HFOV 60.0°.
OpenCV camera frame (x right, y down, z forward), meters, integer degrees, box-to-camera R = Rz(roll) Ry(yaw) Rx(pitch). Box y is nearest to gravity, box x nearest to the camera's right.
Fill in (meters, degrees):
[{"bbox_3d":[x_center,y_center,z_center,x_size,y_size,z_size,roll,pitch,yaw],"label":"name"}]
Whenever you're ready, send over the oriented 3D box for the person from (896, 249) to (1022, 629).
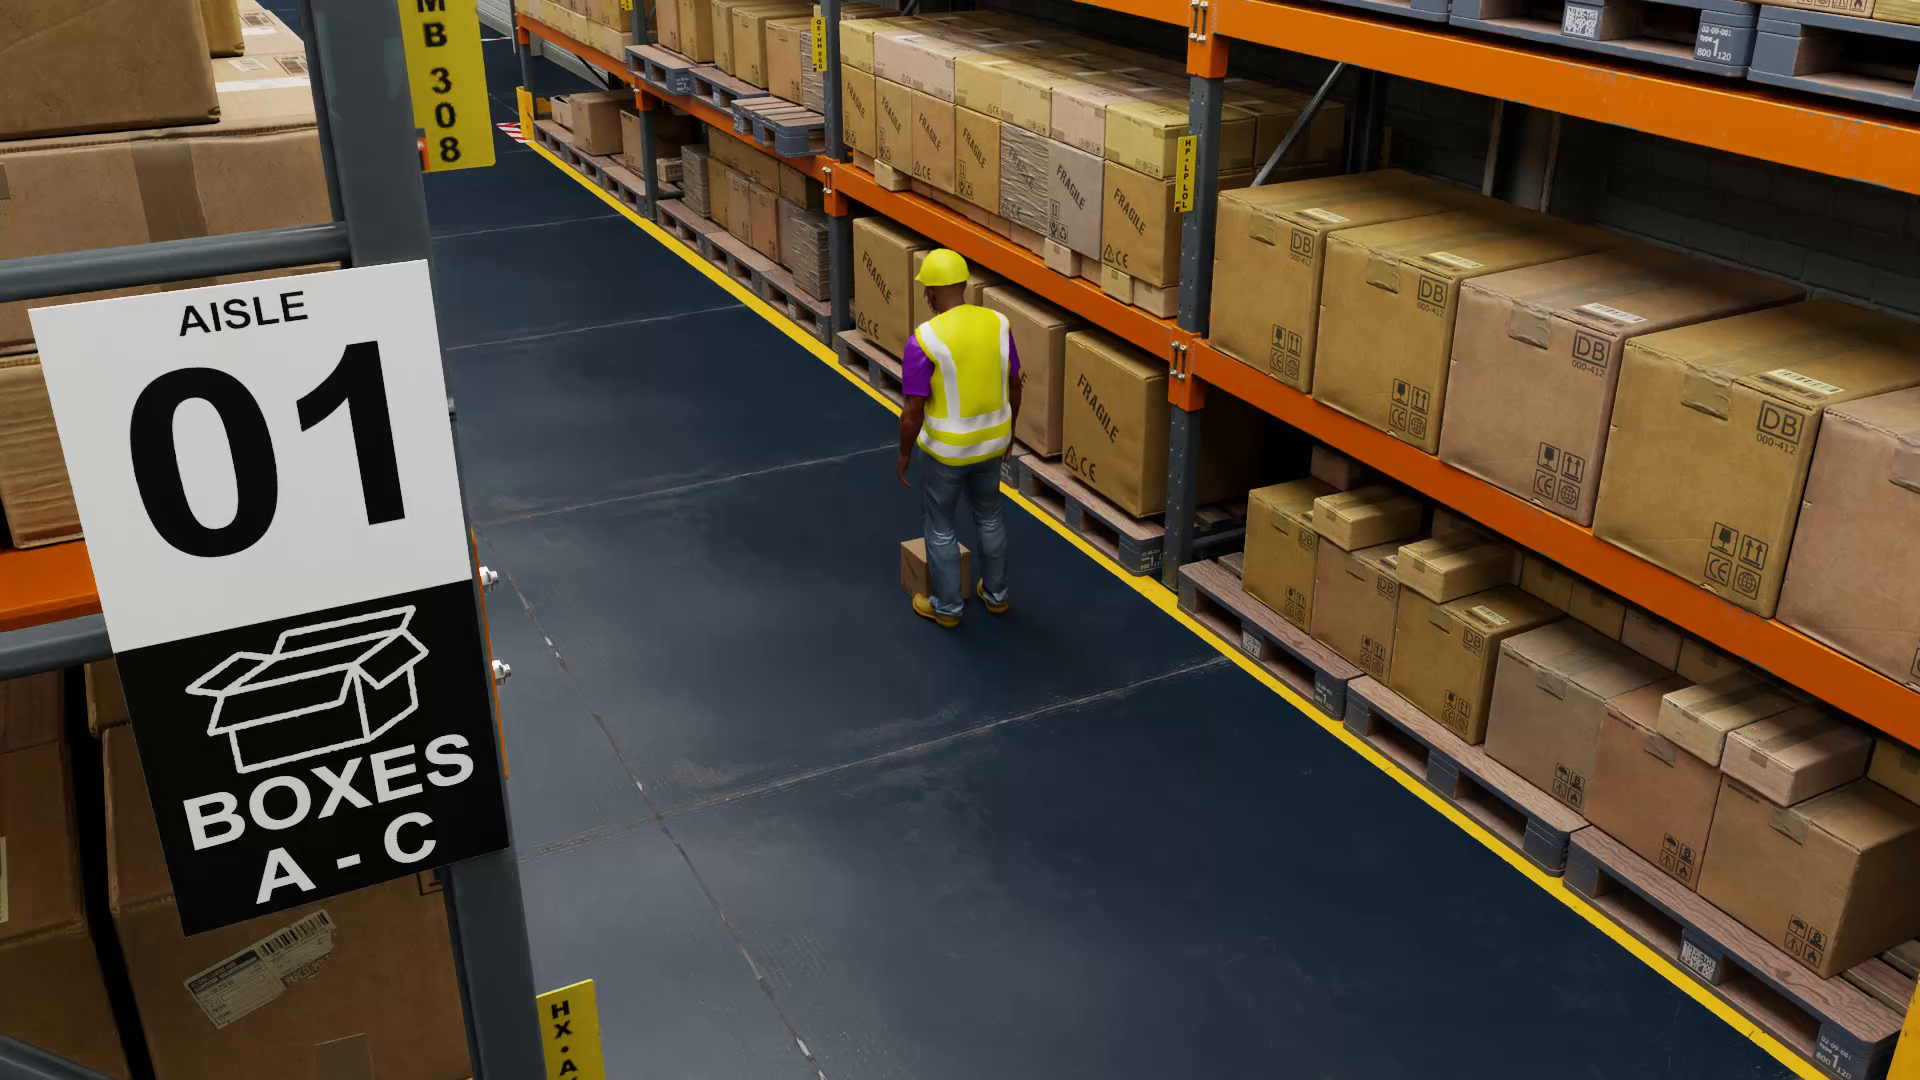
[{"bbox_3d":[-0.012,-0.450,7.538,0.633,1.759,0.459,-15,29,-28],"label":"person"}]
